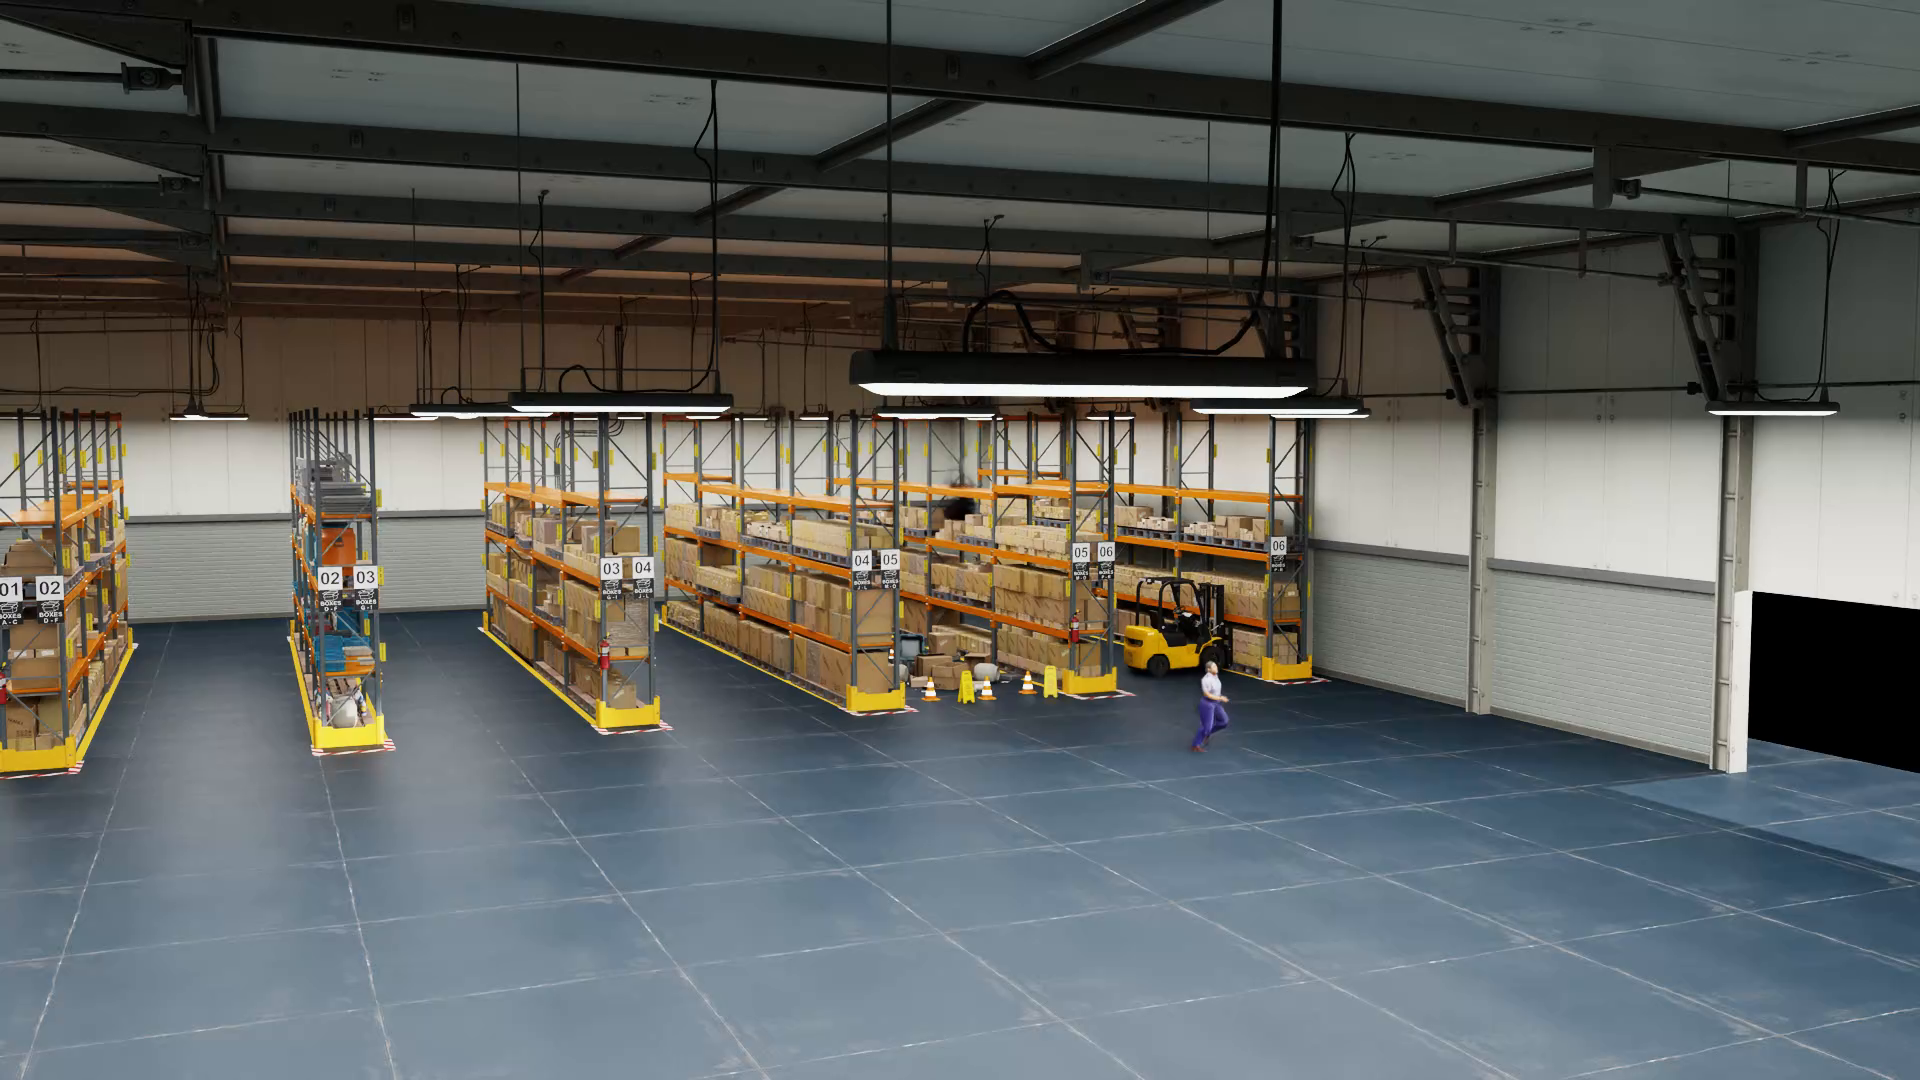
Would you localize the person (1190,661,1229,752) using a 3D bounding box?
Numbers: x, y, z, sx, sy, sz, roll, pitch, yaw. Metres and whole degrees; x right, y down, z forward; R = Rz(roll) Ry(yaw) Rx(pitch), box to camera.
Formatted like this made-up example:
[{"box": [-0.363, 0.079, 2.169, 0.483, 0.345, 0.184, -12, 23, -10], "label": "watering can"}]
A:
[{"box": [4.383, 2.895, 28.982, 0.705, 1.606, 0.628, 2, 5, 32], "label": "person"}]

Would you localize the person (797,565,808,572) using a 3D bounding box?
[{"box": [-4.760, 1.282, 50.980, 0.762, 1.829, 0.675, -2, 4, -22], "label": "person"}]

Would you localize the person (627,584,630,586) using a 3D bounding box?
[{"box": [-9.715, 1.618, 47.277, 0.708, 1.657, 0.612, 1, 4, 15], "label": "person"}]
